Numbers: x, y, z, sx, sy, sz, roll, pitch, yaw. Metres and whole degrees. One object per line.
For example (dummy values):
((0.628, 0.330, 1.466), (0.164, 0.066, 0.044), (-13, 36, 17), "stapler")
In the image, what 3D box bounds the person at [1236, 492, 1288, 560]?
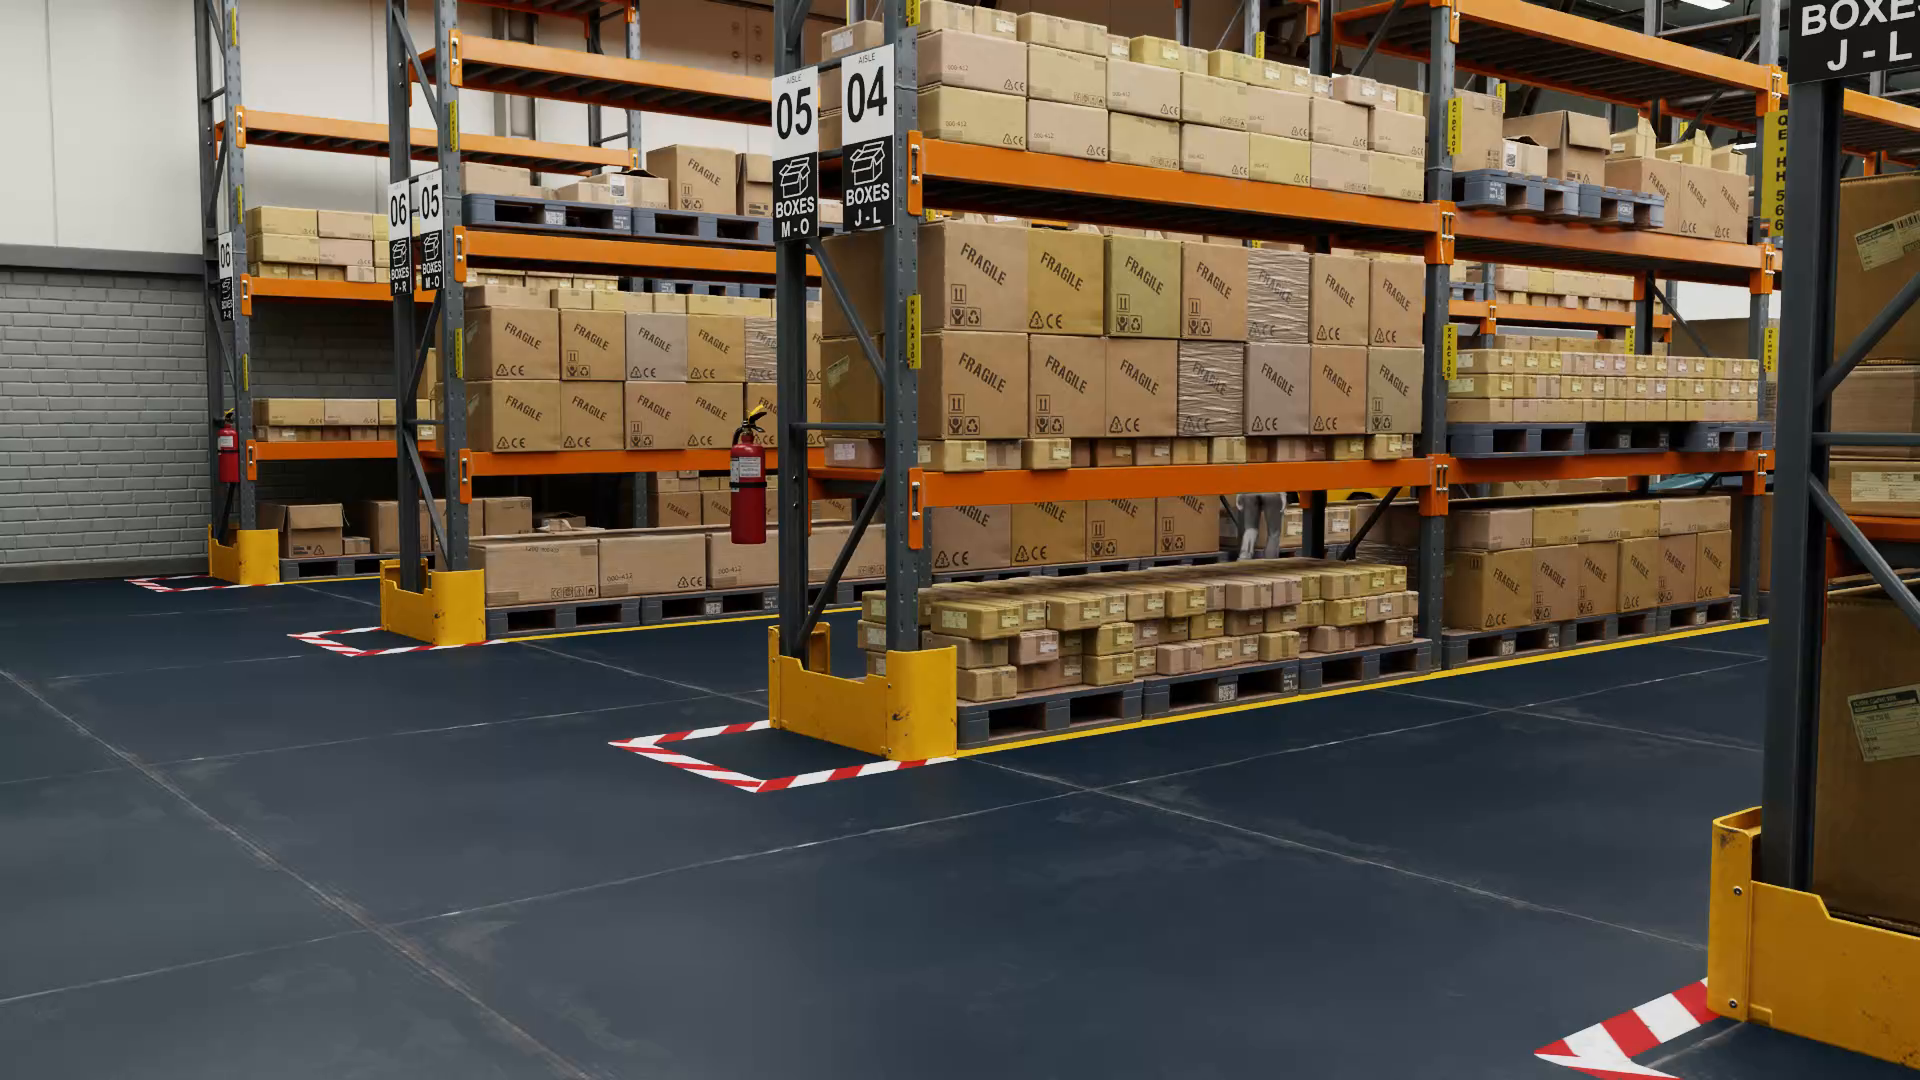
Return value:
((2.691, -0.406, 14.771), (0.504, 1.660, 0.564), (3, 5, 34), "person")
